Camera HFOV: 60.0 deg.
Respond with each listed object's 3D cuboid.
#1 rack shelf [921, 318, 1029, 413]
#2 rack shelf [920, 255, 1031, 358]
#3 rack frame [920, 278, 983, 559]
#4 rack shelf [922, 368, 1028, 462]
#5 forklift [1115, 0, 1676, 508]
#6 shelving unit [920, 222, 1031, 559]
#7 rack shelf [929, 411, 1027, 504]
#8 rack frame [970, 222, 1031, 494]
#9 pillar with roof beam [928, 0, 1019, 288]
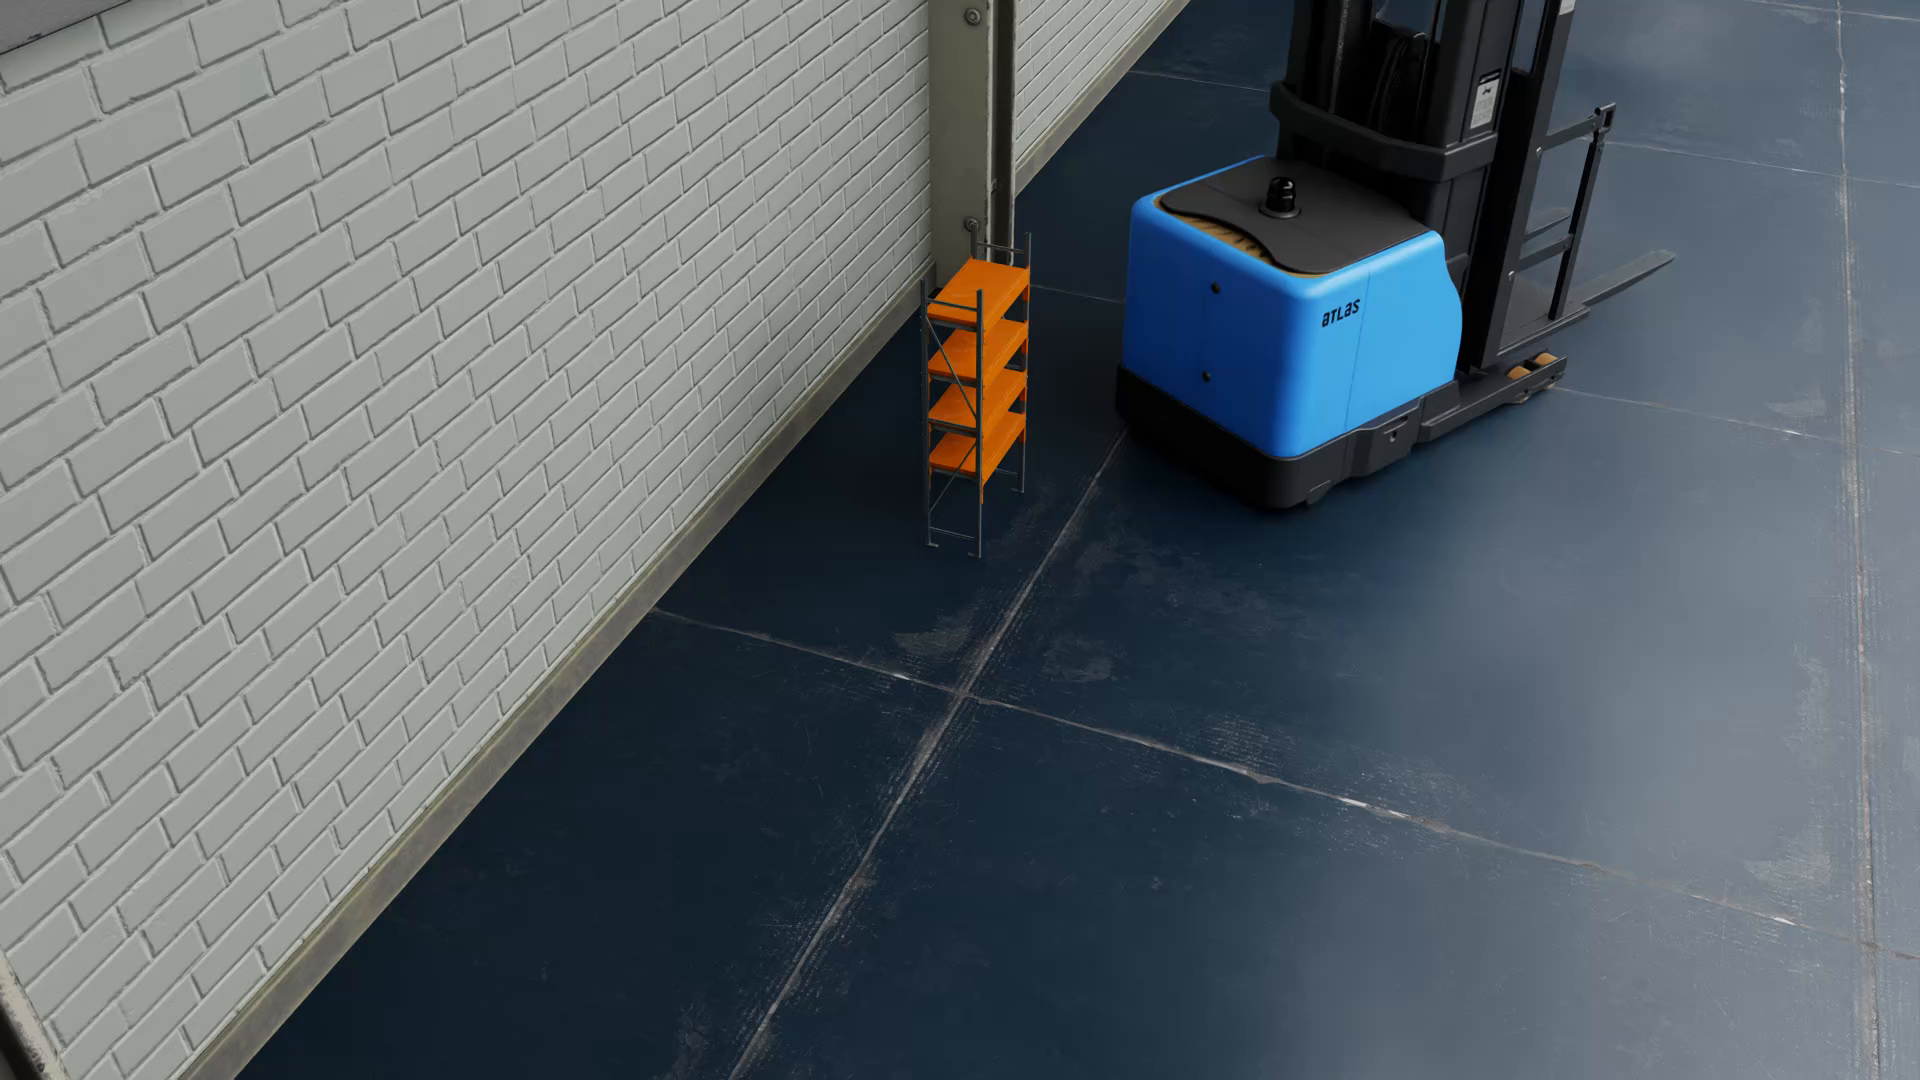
[{"bbox_3d":[0.063,-0.698,6.420,0.258,0.148,0.480,14,39,18],"label":"rack shelf"},{"bbox_3d":[0.063,-0.887,6.278,0.258,0.148,0.480,14,39,18],"label":"rack shelf"},{"bbox_3d":[-0.030,-0.437,6.333,0.240,1.200,0.015,14,39,18],"label":"rack frame"},{"bbox_3d":[0.063,-0.518,6.554,0.258,0.148,0.480,14,39,18],"label":"rack shelf"},{"bbox_3d":[2.167,-2.022,7.007,3.031,2.935,1.130,-25,43,-29],"label":"forklift"},{"bbox_3d":[0.063,-0.572,6.513,0.258,1.200,0.503,14,39,18],"label":"shelving unit"},{"bbox_3d":[0.063,-0.359,6.673,0.258,0.148,0.480,14,39,18],"label":"rack shelf"},{"bbox_3d":[0.156,-0.707,6.694,0.240,1.200,0.015,14,39,18],"label":"rack frame"},{"bbox_3d":[4.045,-3.998,4.582,9.100,9.000,0.400,14,39,18],"label":"pillar with roof beam"}]
